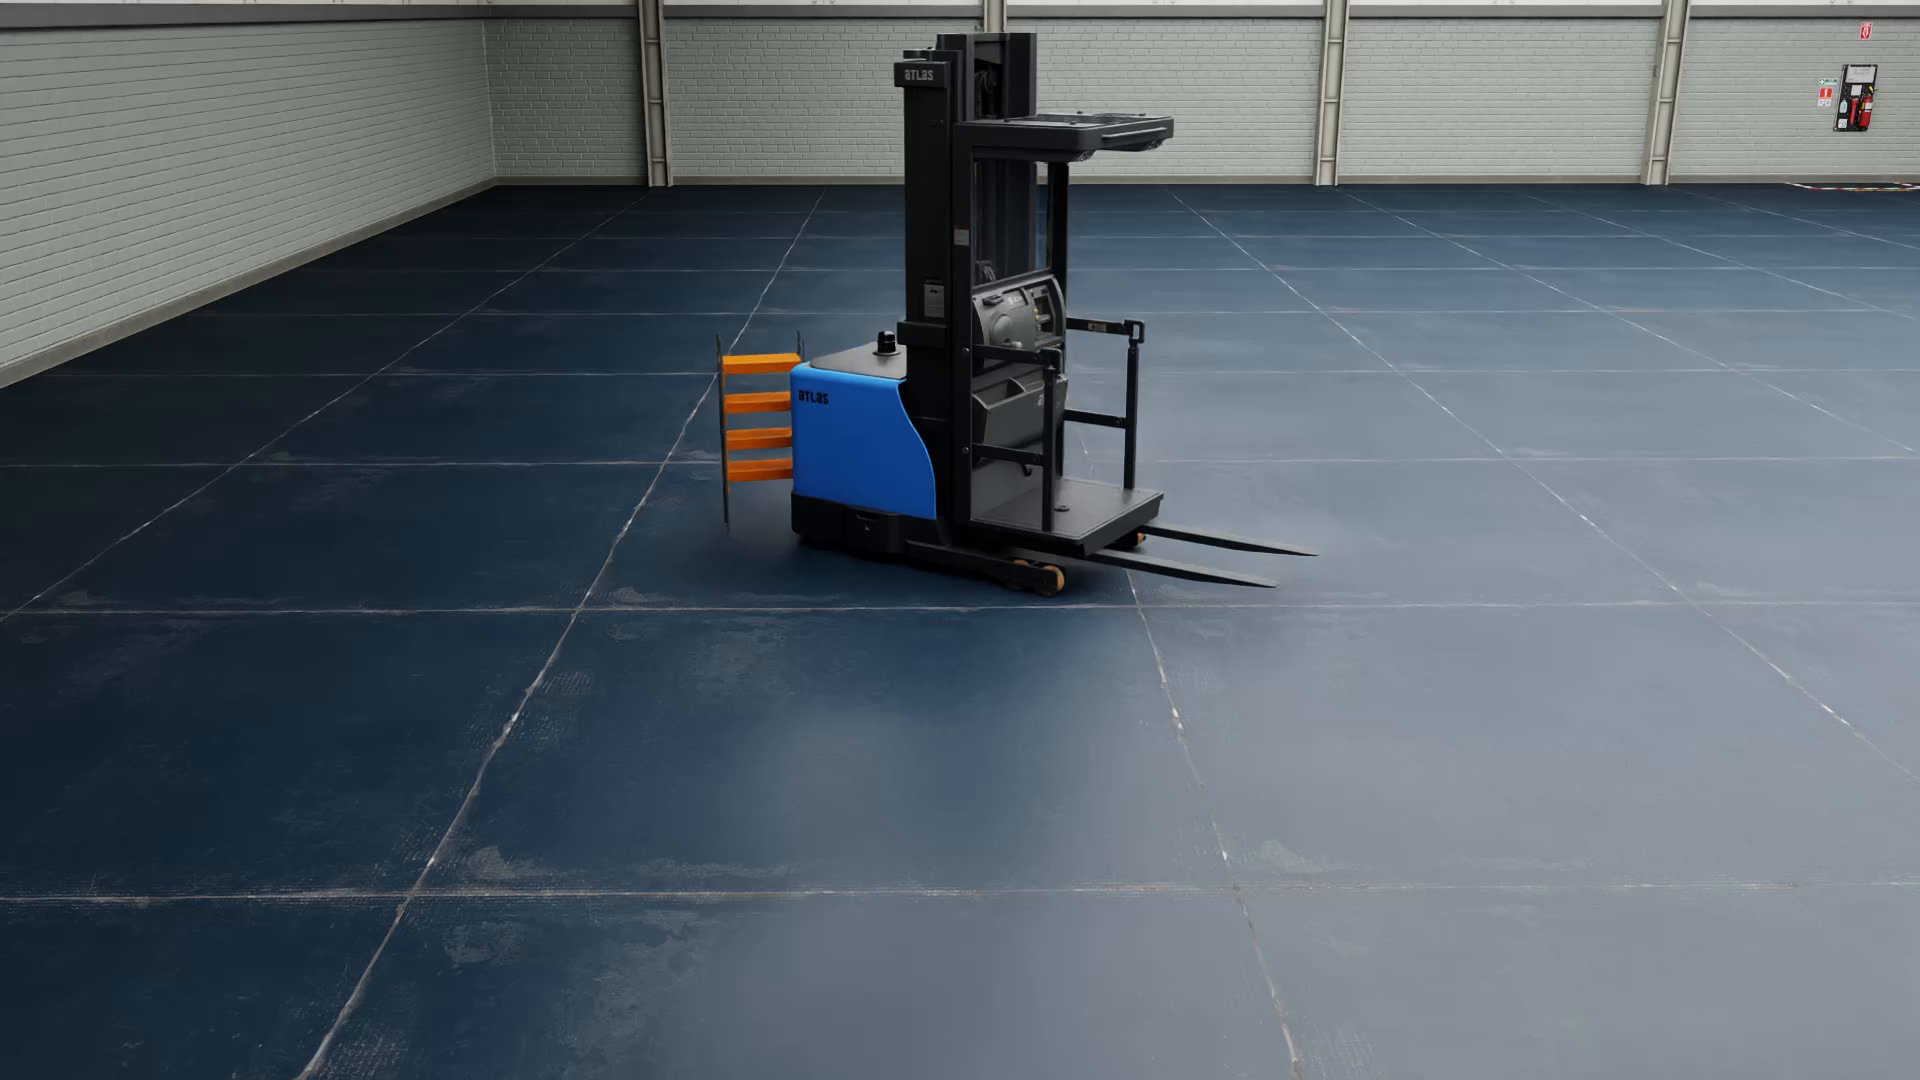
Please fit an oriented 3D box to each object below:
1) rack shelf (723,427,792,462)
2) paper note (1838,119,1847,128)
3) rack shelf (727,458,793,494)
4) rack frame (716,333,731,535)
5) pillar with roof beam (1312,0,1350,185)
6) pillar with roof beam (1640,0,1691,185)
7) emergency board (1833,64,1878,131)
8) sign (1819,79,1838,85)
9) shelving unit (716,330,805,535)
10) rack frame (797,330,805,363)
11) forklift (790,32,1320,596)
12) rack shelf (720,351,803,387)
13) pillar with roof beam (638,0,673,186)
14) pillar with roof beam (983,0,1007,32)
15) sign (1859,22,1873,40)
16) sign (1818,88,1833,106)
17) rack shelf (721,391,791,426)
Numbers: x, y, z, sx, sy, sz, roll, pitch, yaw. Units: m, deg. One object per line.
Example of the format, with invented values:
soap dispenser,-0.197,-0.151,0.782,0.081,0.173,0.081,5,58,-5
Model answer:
rack shelf,-1.196,-0.590,10.140,0.480,0.148,0.258,-4,18,-12
paper note,15.961,-7.533,30.062,0.142,0.148,0.016,0,18,-1
rack shelf,-1.196,-0.400,10.200,0.480,0.148,0.258,-4,18,-12
rack frame,-1.434,-0.637,10.068,0.015,1.200,0.240,-4,18,-12
pillar with roof beam,6.680,-9.417,24.670,0.400,9.000,9.100,0,18,-1
pillar with roof beam,12.679,-9.445,24.760,0.400,9.000,9.100,0,18,-1
emergency board,16.139,-7.932,29.865,0.643,1.169,0.194,0,18,-1
sign,15.589,-8.228,29.860,0.331,0.109,0.001,0,18,-1
shelving unit,-1.196,-0.654,10.119,0.503,1.200,0.258,-4,18,-12
rack frame,-0.958,-0.670,10.171,0.015,1.200,0.240,-4,18,-12
forklift,0.513,-1.273,9.217,3.031,2.935,1.130,11,21,30
rack shelf,-1.196,-1.029,10.001,0.480,0.148,0.258,-4,18,-12
pillar with roof beam,-5.319,-9.359,24.490,0.400,9.000,9.100,0,18,-1
pillar with roof beam,0.681,-9.388,24.580,0.400,9.000,9.100,0,18,-1
sign,16.129,-9.067,29.605,0.199,0.298,0.001,0,18,-1
sign,15.585,-7.978,29.949,0.234,0.329,0.001,0,18,-1
rack shelf,-1.196,-0.803,10.072,0.480,0.148,0.258,-4,18,-12
